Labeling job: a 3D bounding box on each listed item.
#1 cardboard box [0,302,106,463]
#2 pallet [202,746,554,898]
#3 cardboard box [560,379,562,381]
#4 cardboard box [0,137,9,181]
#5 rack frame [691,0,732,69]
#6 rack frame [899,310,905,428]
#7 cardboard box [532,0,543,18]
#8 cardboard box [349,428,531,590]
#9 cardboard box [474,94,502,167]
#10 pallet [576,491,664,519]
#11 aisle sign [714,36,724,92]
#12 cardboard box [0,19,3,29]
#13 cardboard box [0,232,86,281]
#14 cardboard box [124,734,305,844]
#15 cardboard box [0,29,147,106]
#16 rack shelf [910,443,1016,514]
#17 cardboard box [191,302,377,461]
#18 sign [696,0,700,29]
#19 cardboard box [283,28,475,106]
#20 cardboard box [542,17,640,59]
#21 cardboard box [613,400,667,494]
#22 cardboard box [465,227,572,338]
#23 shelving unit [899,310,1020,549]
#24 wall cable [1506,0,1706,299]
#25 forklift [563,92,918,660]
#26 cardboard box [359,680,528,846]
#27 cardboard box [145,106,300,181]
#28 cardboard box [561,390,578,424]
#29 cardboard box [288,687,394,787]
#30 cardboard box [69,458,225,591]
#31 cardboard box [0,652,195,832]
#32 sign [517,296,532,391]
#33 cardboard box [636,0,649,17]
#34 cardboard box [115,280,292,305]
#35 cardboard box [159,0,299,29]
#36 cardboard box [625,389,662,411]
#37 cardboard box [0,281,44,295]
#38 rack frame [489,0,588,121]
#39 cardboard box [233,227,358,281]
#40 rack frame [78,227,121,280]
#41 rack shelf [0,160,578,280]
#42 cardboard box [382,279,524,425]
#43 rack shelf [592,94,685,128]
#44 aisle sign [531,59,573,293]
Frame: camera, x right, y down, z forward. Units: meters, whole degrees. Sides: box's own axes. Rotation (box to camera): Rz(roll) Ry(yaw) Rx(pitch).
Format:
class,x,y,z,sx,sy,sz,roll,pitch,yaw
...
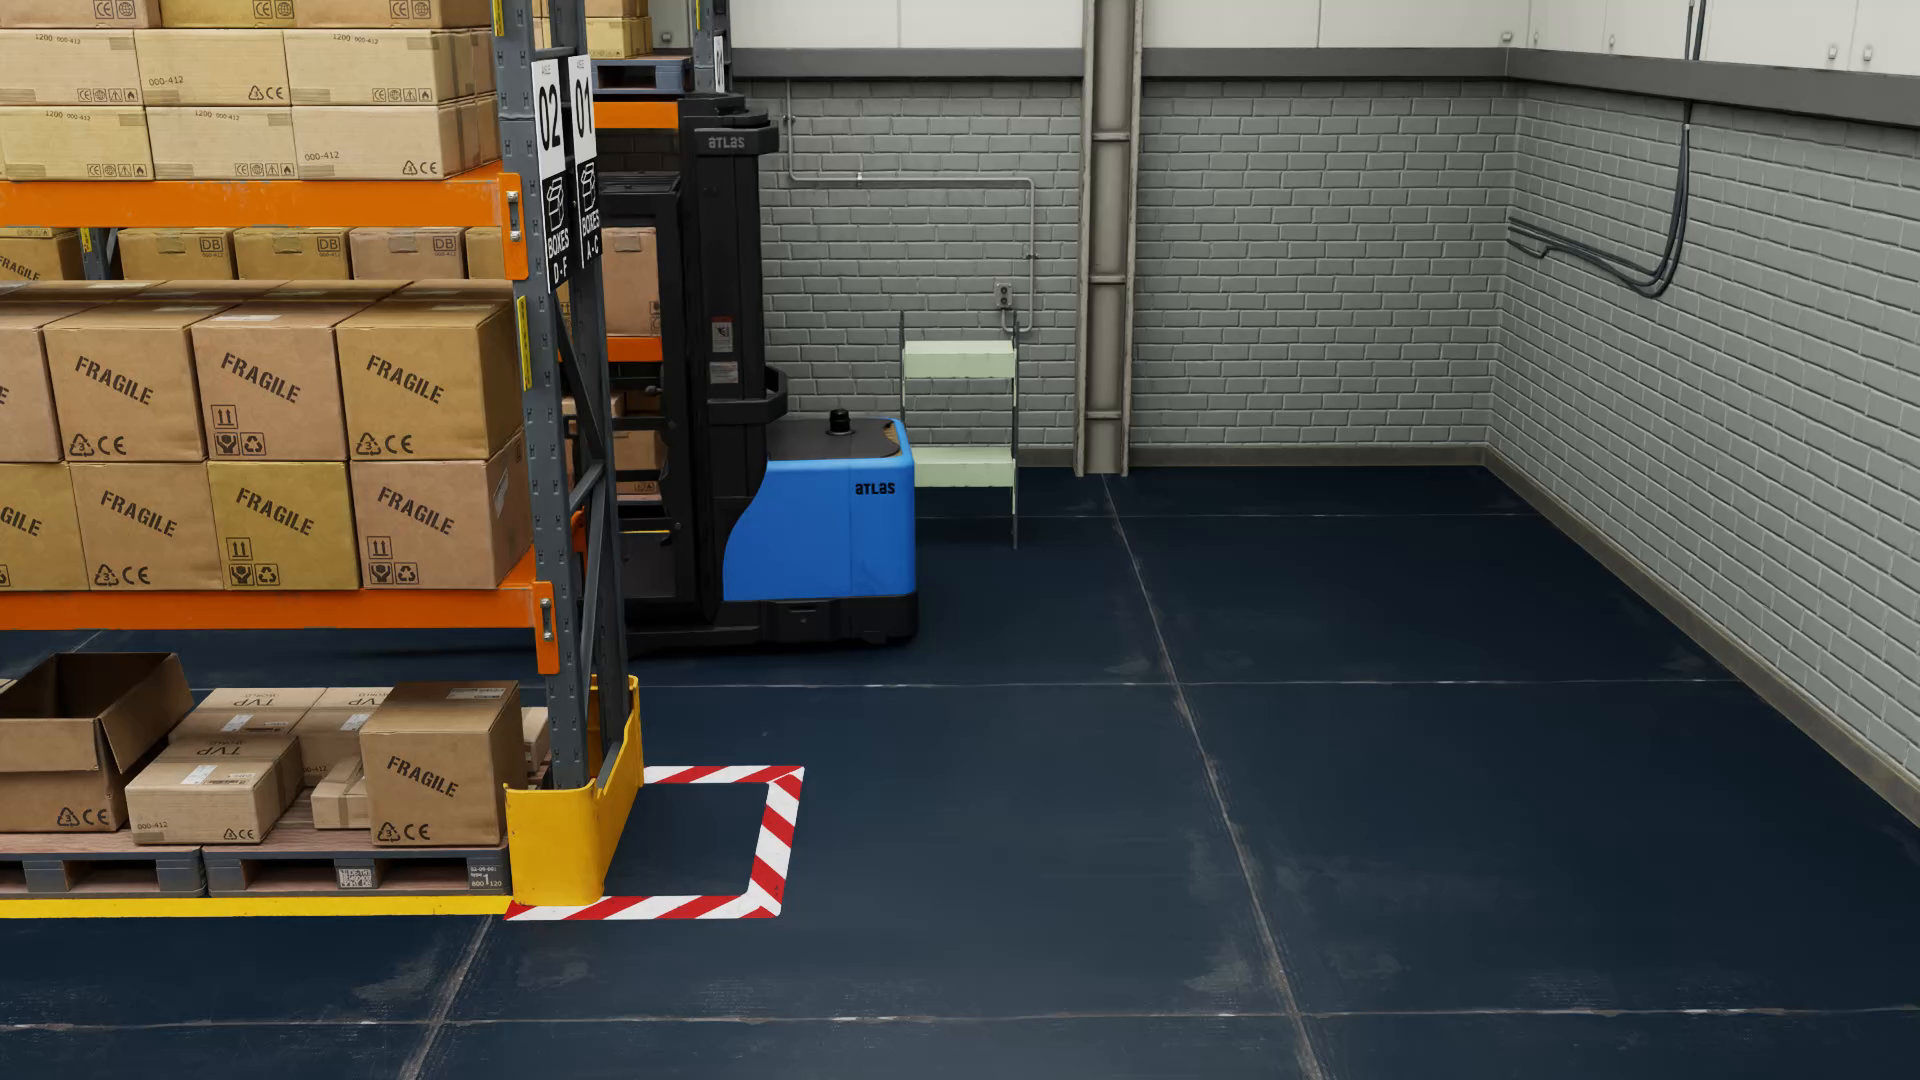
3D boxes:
class,x,y,z,sx,sy,sz,roll,pitch,yaw
cardboard box,-3.509,-0.593,6.185,0.500,0.500,0.500,0,18,1
pallet,-2.405,1.168,7.062,1.213,0.211,1.003,0,18,-1
cardboard box,-2.947,-1.020,11.660,0.250,0.149,0.380,0,18,0
cardboard box,-3.541,-1.435,5.947,0.500,0.250,0.500,0,18,-1
rack frame,-1.614,-4.534,10.450,0.127,3.000,1.000,0,18,-1
rack frame,-0.373,-0.712,10.813,0.023,1.500,0.400,0,18,-1
cardboard box,-2.842,-3.553,10.469,0.500,0.500,0.500,0,18,1
cardboard box,-1.975,-0.127,6.369,0.500,0.500,0.500,0,18,1
cardboard box,-2.049,-1.597,6.449,0.500,0.250,0.500,0,18,-1
pallet,-2.412,-0.322,11.706,1.213,0.211,1.003,0,18,-1
aisle sign,-1.537,-2.824,10.684,0.004,0.787,0.394,0,18,-1
cardboard box,-3.546,-2.124,6.045,0.500,0.500,0.700,0,18,-1
cardboard box,-6.071,-1.778,10.995,0.500,0.500,0.500,-1,18,-2
cardboard box,-3.022,1.009,6.774,0.500,0.250,0.500,0,18,-1
cardboard box,-3.041,-1.675,5.876,0.500,0.250,0.500,0,18,-1
rack shelf,-0.007,-0.404,10.918,0.720,0.370,0.431,0,18,-1
cardboard box,-2.477,-0.599,6.205,0.500,0.500,0.500,0,18,1
sign,-1.619,-3.324,10.268,0.005,0.325,0.100,0,18,-1
cardboard box,-2.041,-1.679,5.888,0.500,0.250,0.500,0,18,-1
cardboard box,-2.342,-3.197,10.588,0.500,0.250,0.500,0,18,1
cardboard box,-2.312,-0.653,11.578,0.500,0.500,0.700,0,18,-1
cardboard box,-2.851,-1.808,11.282,0.700,0.700,0.980,0,18,-1
shelving unit,-0.007,-0.714,10.818,0.755,1.500,0.431,0,18,-1
wall cable,4.047,-2.974,10.669,0.112,2.526,3.097,0,18,-1
forklift,-1.782,-0.911,9.089,3.031,2.935,1.130,-2,18,-6
cardboard box,-2.071,0.894,6.722,0.500,0.500,0.500,0,18,-1
cardboard box,-2.541,-1.439,5.959,0.500,0.250,0.500,0,18,-1
cardboard box,-2.693,-0.904,11.299,0.250,0.149,0.380,0,18,1
cardboard box,-2.580,0.854,7.257,0.500,0.250,0.500,0,18,-1
cardboard box,-2.993,-0.123,6.355,0.500,0.500,0.500,0,18,0
cardboard box,-3.653,0.823,6.937,0.637,0.503,0.797,0,18,-1
sign,-1.543,-0.697,5.896,0.005,0.325,0.100,0,18,-1
cardboard box,-2.347,-3.709,10.956,0.500,0.500,0.500,-1,18,-3
cardboard box,-3.002,-0.761,6.708,0.500,0.500,0.500,0,18,0
cardboard box,-2.546,-2.133,6.073,0.500,0.500,0.700,0,18,-1
cardboard box,-2.190,-1.024,11.671,0.250,0.149,0.380,0,18,0
cardboard box,-4.014,-0.756,6.693,0.500,0.500,0.500,0,18,0
rack frame,-1.532,-3.021,5.733,0.127,3.000,1.000,0,18,-1
cardboard box,-4.341,-1.800,11.258,0.700,0.700,0.980,-1,18,-2
rack frame,-5.613,-1.658,11.306,0.127,3.000,1.000,0,18,-1
rack shelf,-3.531,-1.241,6.271,4.000,0.370,1.077,0,18,-1
cardboard box,-1.980,-0.767,6.726,0.500,0.500,0.500,0,18,1
rack shelf,-3.613,-2.754,10.988,4.000,0.370,1.077,0,18,-1
aisle sign,-1.459,-1.309,5.962,0.004,0.787,0.394,0,18,-1
